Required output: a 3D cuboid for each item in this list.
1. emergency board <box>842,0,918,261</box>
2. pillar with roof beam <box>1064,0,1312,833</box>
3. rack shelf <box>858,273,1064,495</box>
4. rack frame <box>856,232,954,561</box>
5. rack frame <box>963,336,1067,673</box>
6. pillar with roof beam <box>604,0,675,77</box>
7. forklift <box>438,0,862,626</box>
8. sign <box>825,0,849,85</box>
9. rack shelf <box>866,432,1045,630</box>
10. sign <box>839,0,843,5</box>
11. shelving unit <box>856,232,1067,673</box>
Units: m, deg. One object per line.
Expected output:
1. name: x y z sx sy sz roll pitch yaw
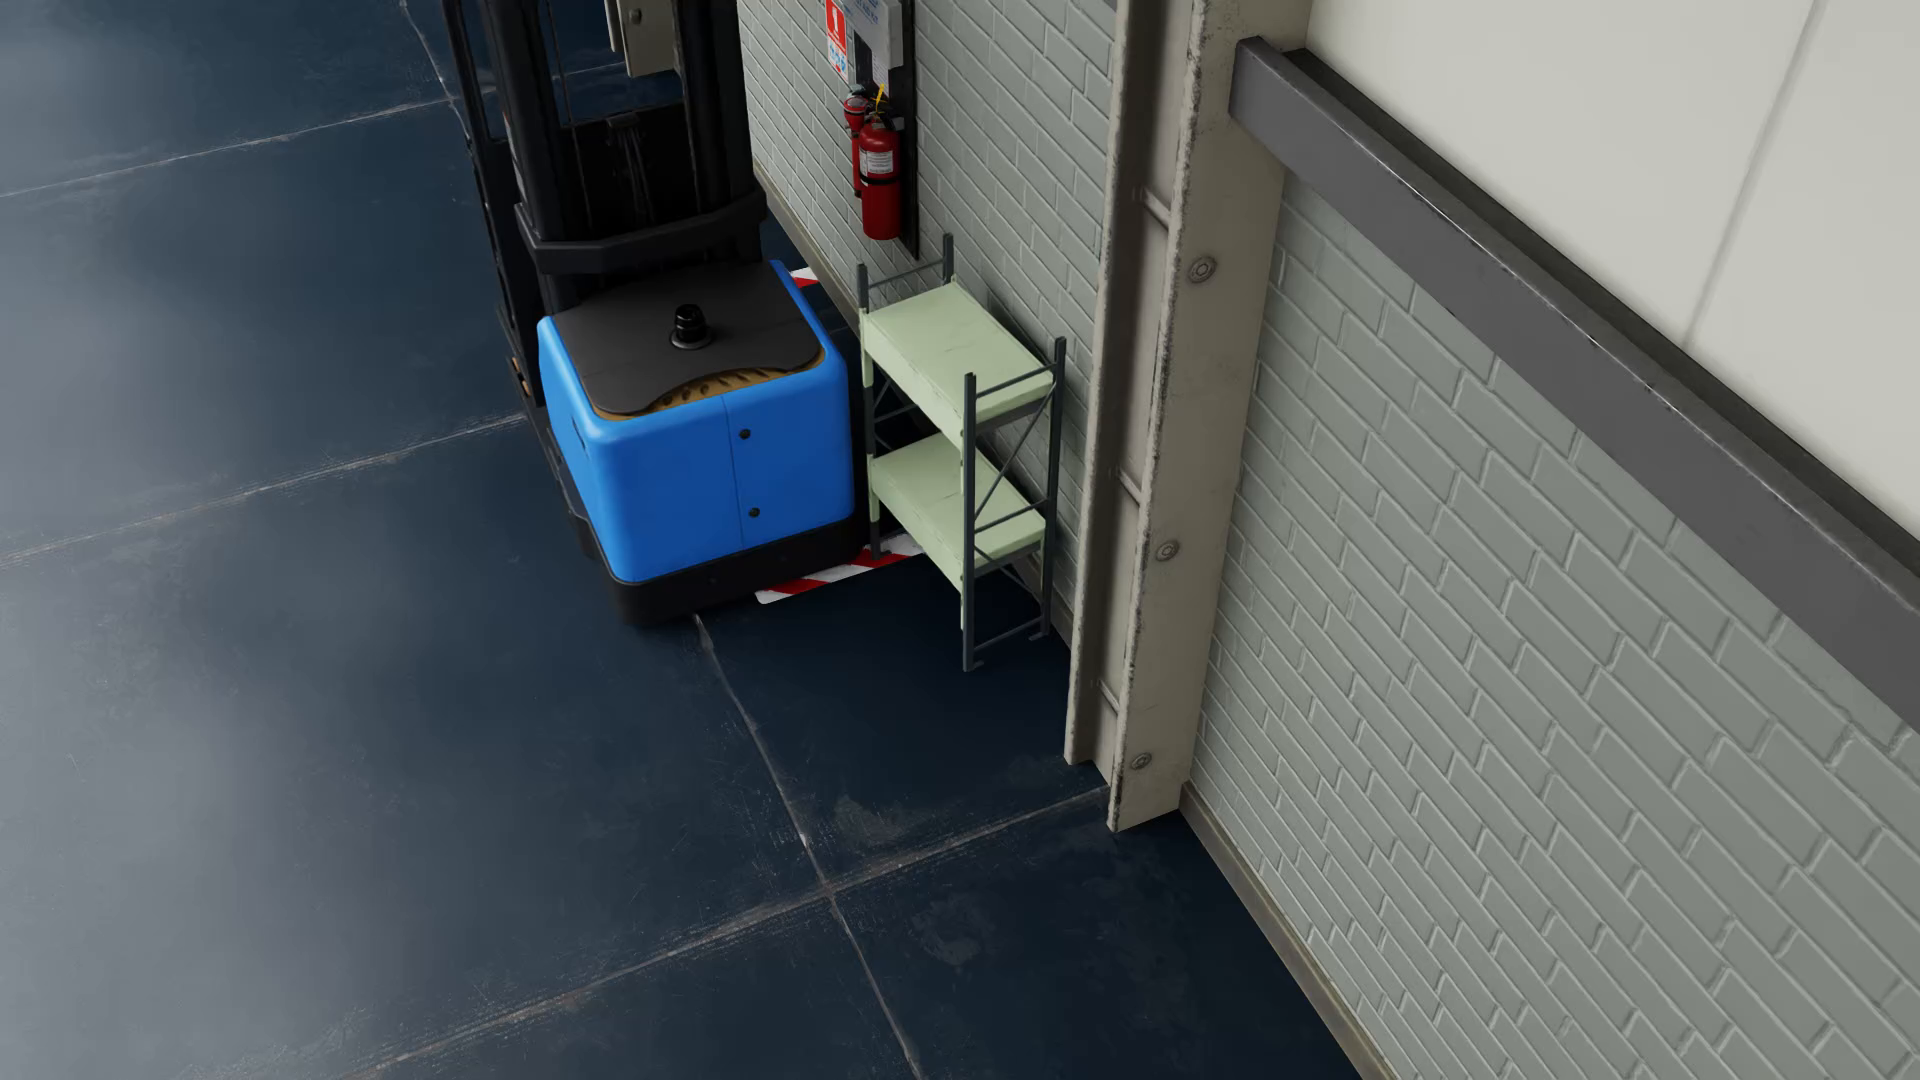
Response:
1. emergency board: -0.391 -1.760 6.767 0.194 1.169 0.643 -18 47 -17
2. pillar with roof beam: -3.293 -1.038 1.764 9.100 9.000 0.400 -18 47 -17
3. rack shelf: -0.005 -0.581 6.083 0.431 0.370 0.720 -24 49 -22
4. rack frame: -0.200 -0.522 6.578 0.400 1.500 0.023 -24 49 -22
5. rack frame: 0.188 -0.085 6.137 0.400 1.500 0.023 -24 49 -22
6. pillar with roof beam: -5.816 -4.861 5.639 9.100 9.000 0.400 -18 47 -17
7. forklift: -1.479 -1.742 6.798 1.130 2.935 3.031 -18 47 -17
8. sign: -0.530 -2.155 7.142 0.001 0.329 0.234 -18 47 -17
9. rack shelf: -0.006 -0.072 6.587 0.431 0.370 0.720 -24 49 -22
10. sign: -0.536 -2.338 6.950 0.001 0.109 0.331 -18 47 -17
11. shelving unit: -0.006 -0.304 6.358 0.431 1.500 0.755 -24 49 -22
